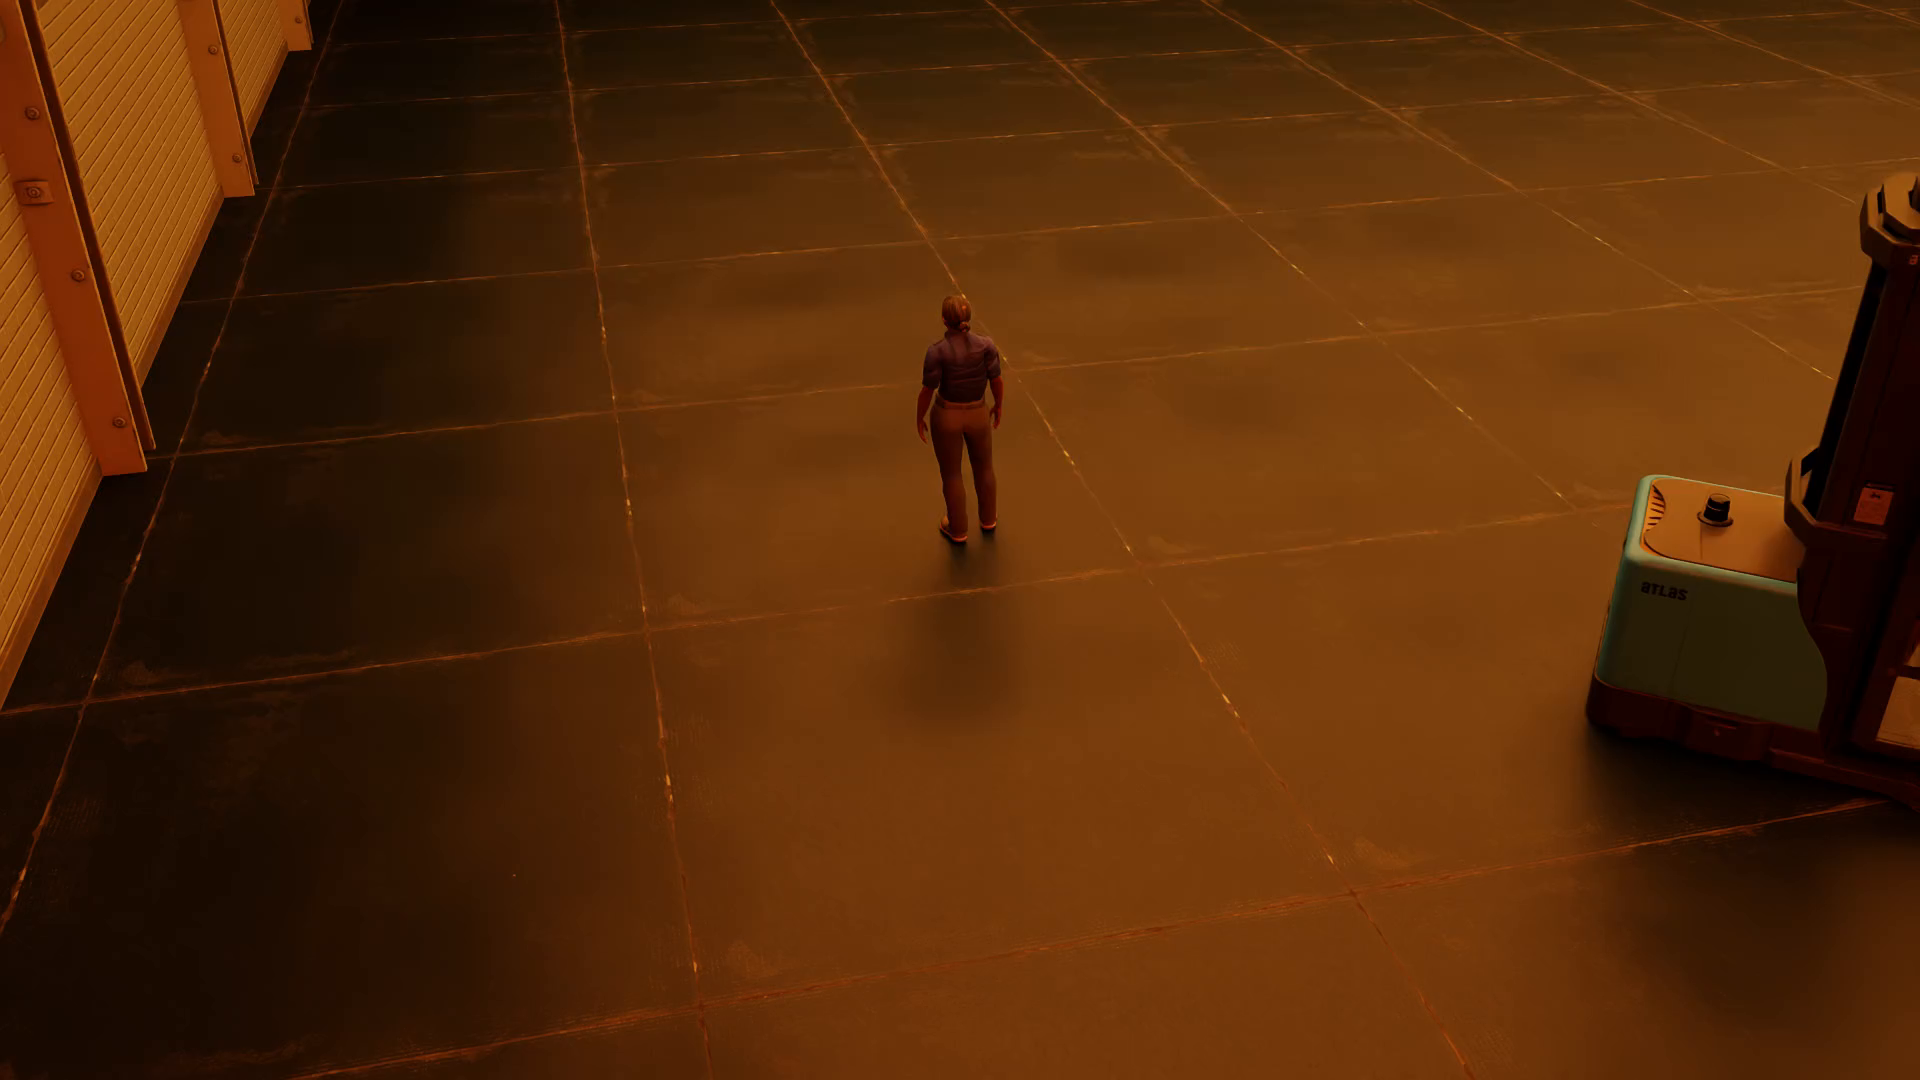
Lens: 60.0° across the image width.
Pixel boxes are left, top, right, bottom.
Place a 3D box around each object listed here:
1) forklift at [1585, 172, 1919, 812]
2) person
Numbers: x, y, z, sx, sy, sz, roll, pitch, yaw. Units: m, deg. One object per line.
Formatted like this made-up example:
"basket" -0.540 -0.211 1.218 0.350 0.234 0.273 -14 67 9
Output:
"forklift" 4.866 -0.189 7.902 3.031 2.935 1.130 13 32 21
"person" -0.001 -0.767 10.160 0.569 1.654 0.504 -7 31 -12
